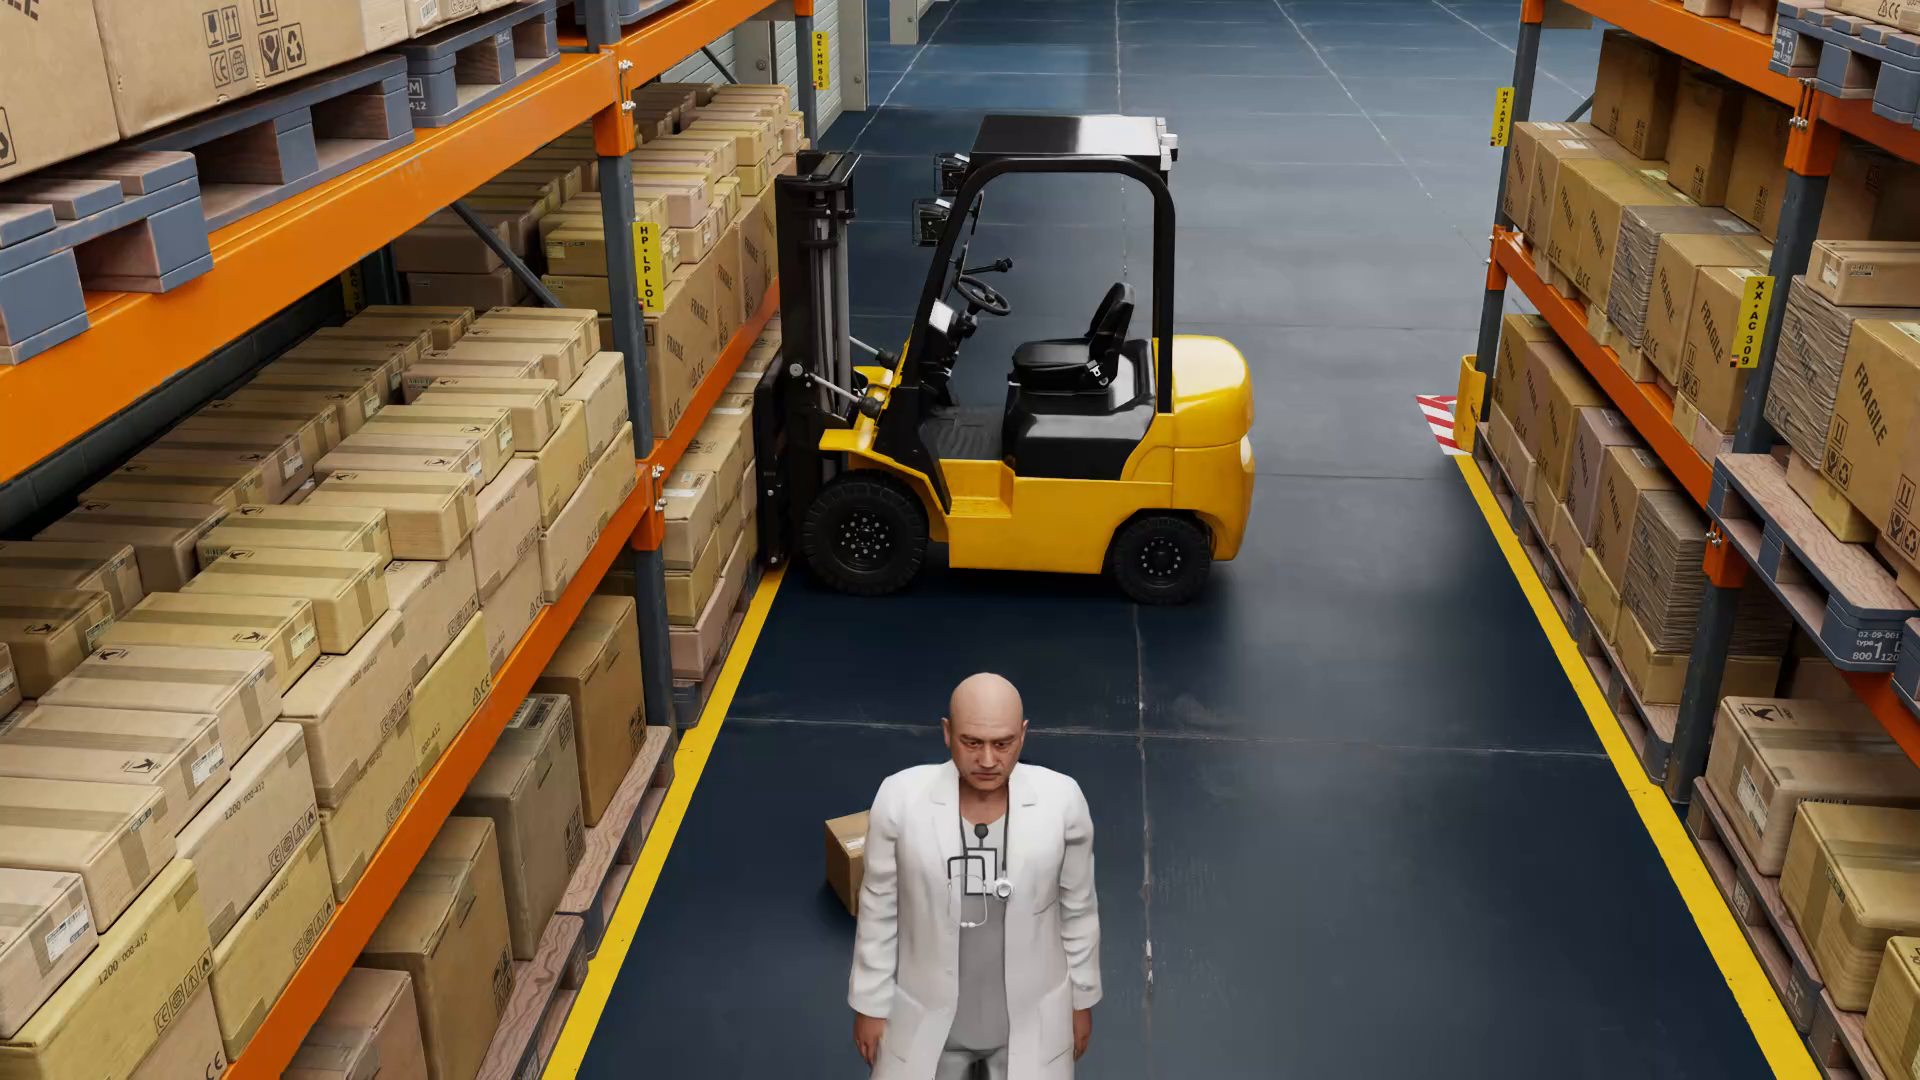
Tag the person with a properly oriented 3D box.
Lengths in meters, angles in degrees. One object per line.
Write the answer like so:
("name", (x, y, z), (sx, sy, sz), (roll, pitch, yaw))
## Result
("person", (0.038, 1.122, 4.057), (0.624, 1.762, 0.635), (-1, 24, -2))
